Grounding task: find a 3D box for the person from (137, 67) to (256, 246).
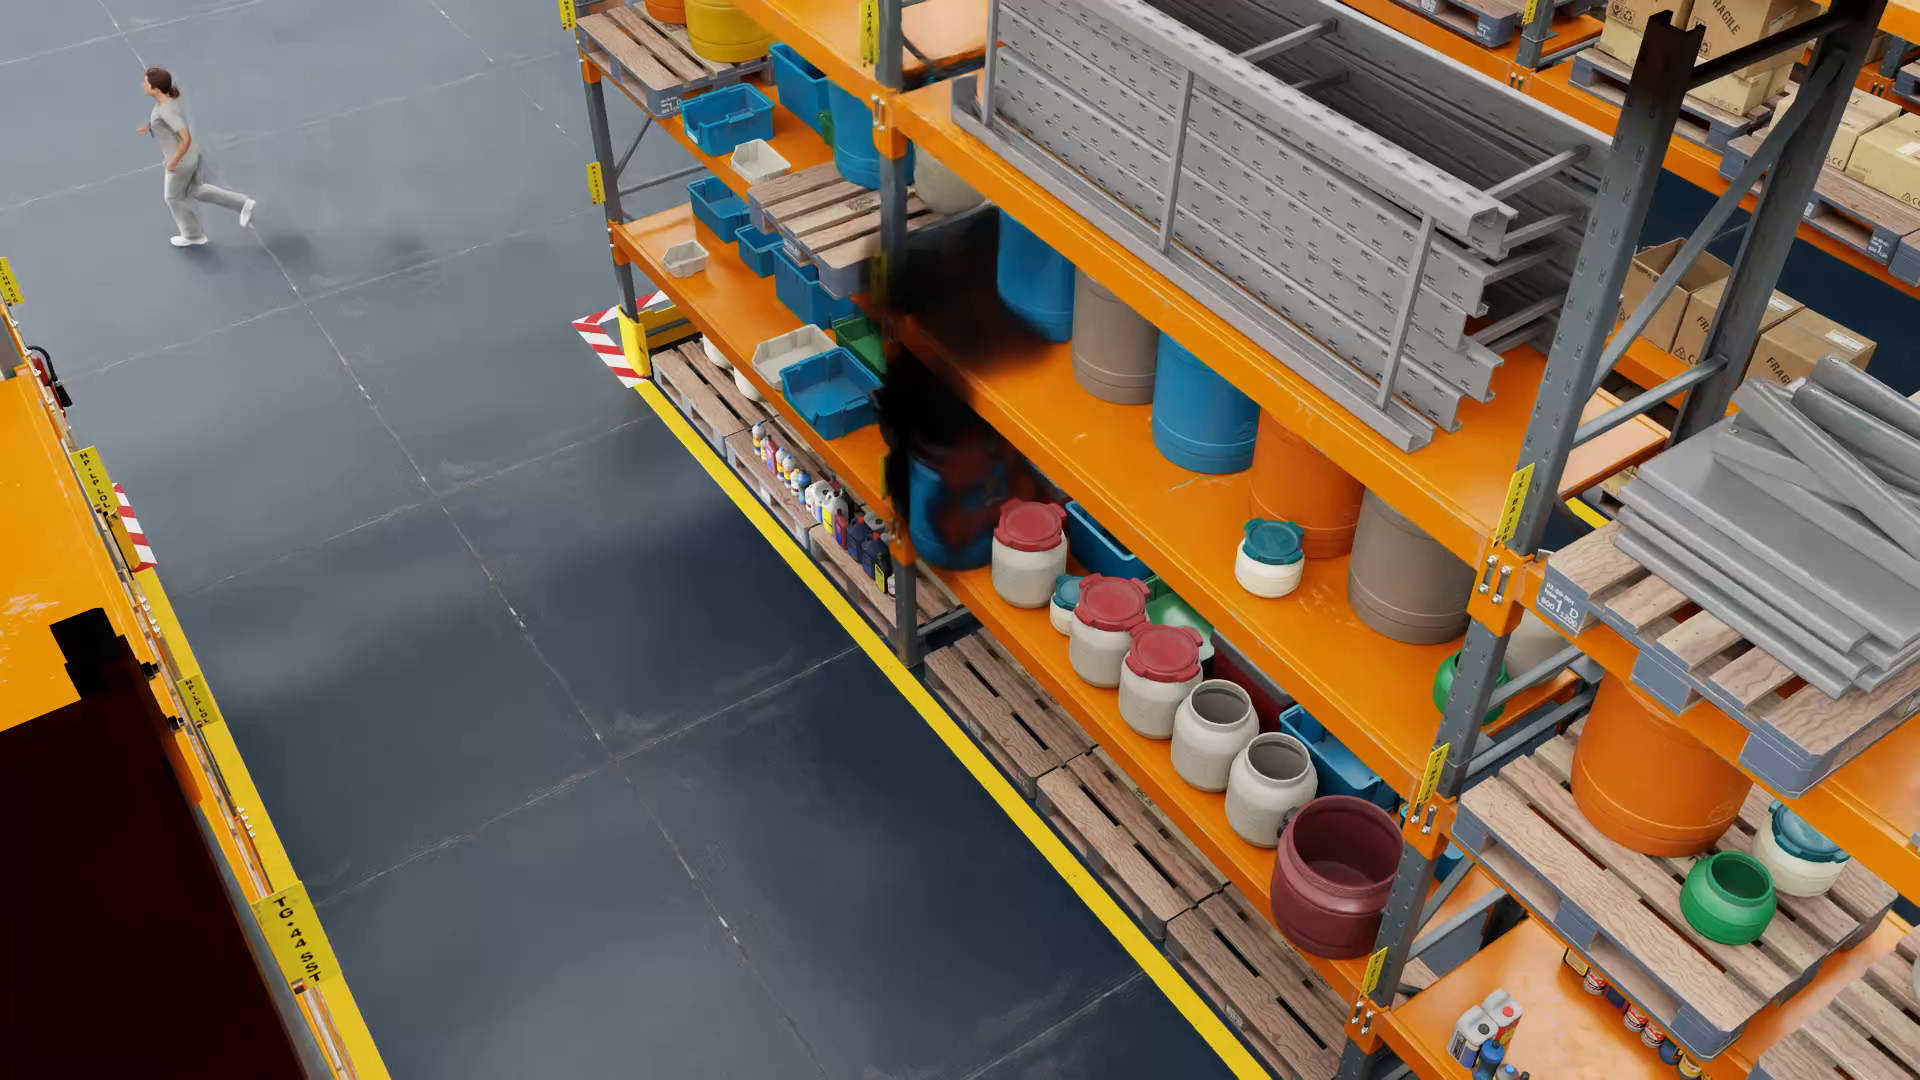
[{"bbox_3d":[-6.533,-3.218,14.040,0.741,1.633,0.577,-7,43,-7],"label":"person"}]
